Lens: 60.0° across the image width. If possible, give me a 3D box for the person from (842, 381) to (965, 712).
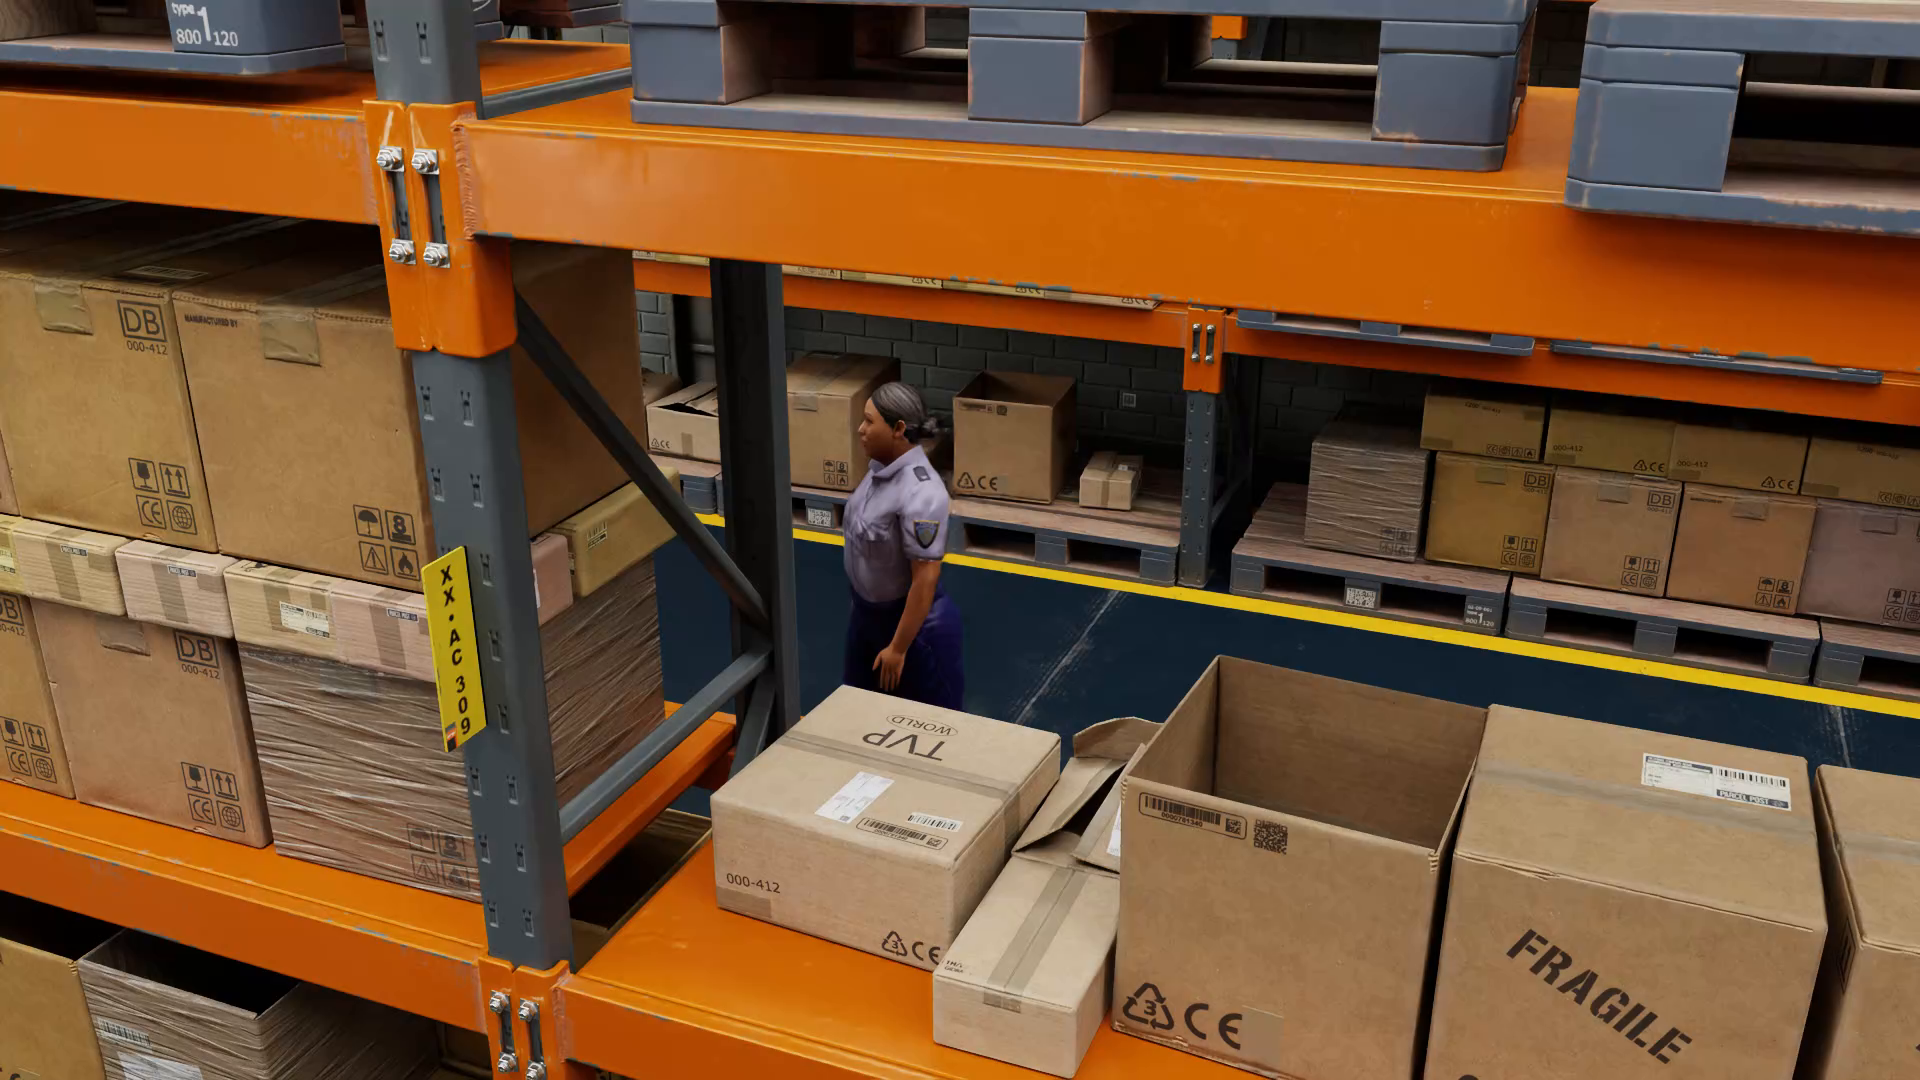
[{"bbox_3d":[-0.202,0.269,5.461,0.628,1.640,0.594,-9,24,-21],"label":"person"}]
